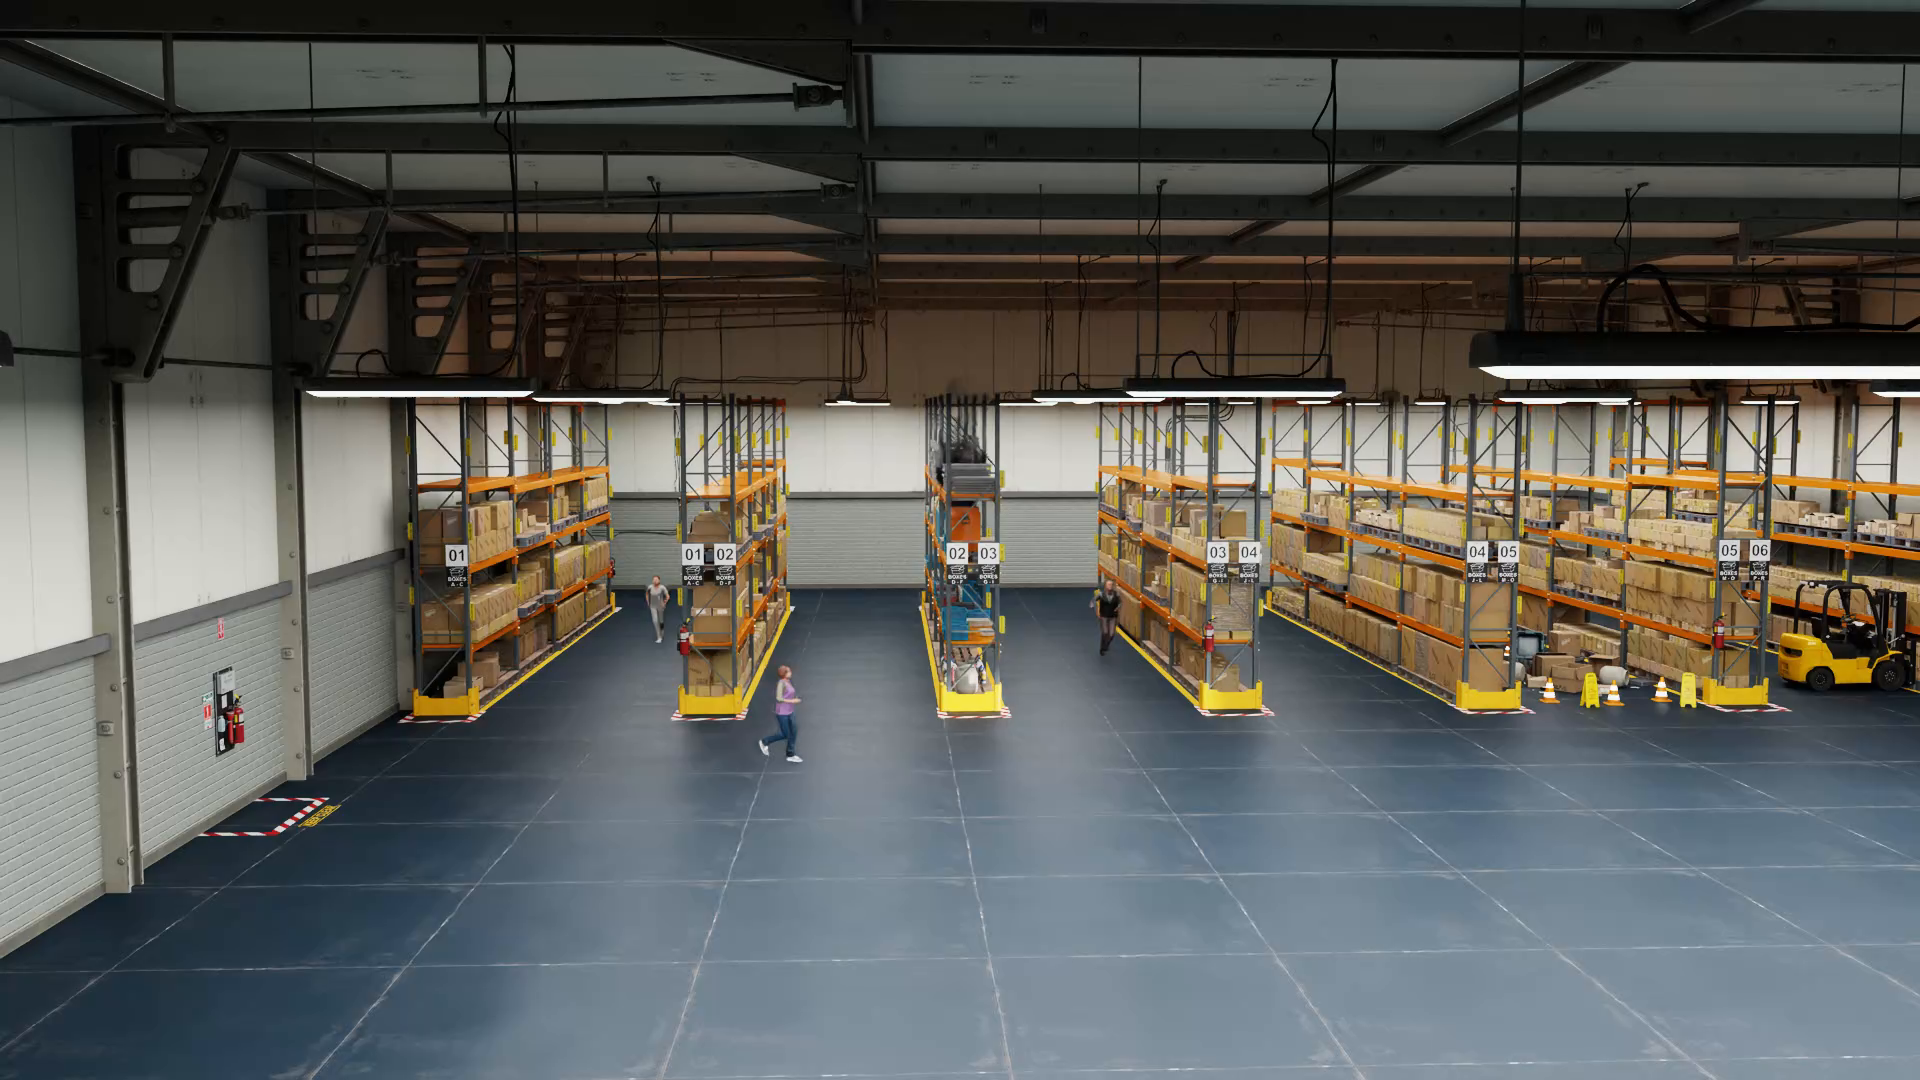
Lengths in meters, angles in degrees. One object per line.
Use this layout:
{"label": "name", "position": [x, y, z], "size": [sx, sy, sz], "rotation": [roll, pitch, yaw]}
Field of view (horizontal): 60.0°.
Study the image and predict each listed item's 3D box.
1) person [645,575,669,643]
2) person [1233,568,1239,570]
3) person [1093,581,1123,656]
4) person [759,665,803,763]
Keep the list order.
{"label": "person", "position": [-7.458, 1.680, 40.983], "size": [0.589, 1.647, 0.790], "rotation": [0, 5, -2]}
{"label": "person", "position": [7.661, 1.099, 48.053], "size": [0.665, 1.672, 0.782], "rotation": [-4, 6, -42]}
{"label": "person", "position": [3.331, 1.851, 37.242], "size": [0.660, 1.521, 0.636], "rotation": [-1, 5, -8]}
{"label": "person", "position": [-2.890, 2.807, 26.922], "size": [0.730, 1.574, 0.546], "rotation": [1, 5, 13]}
